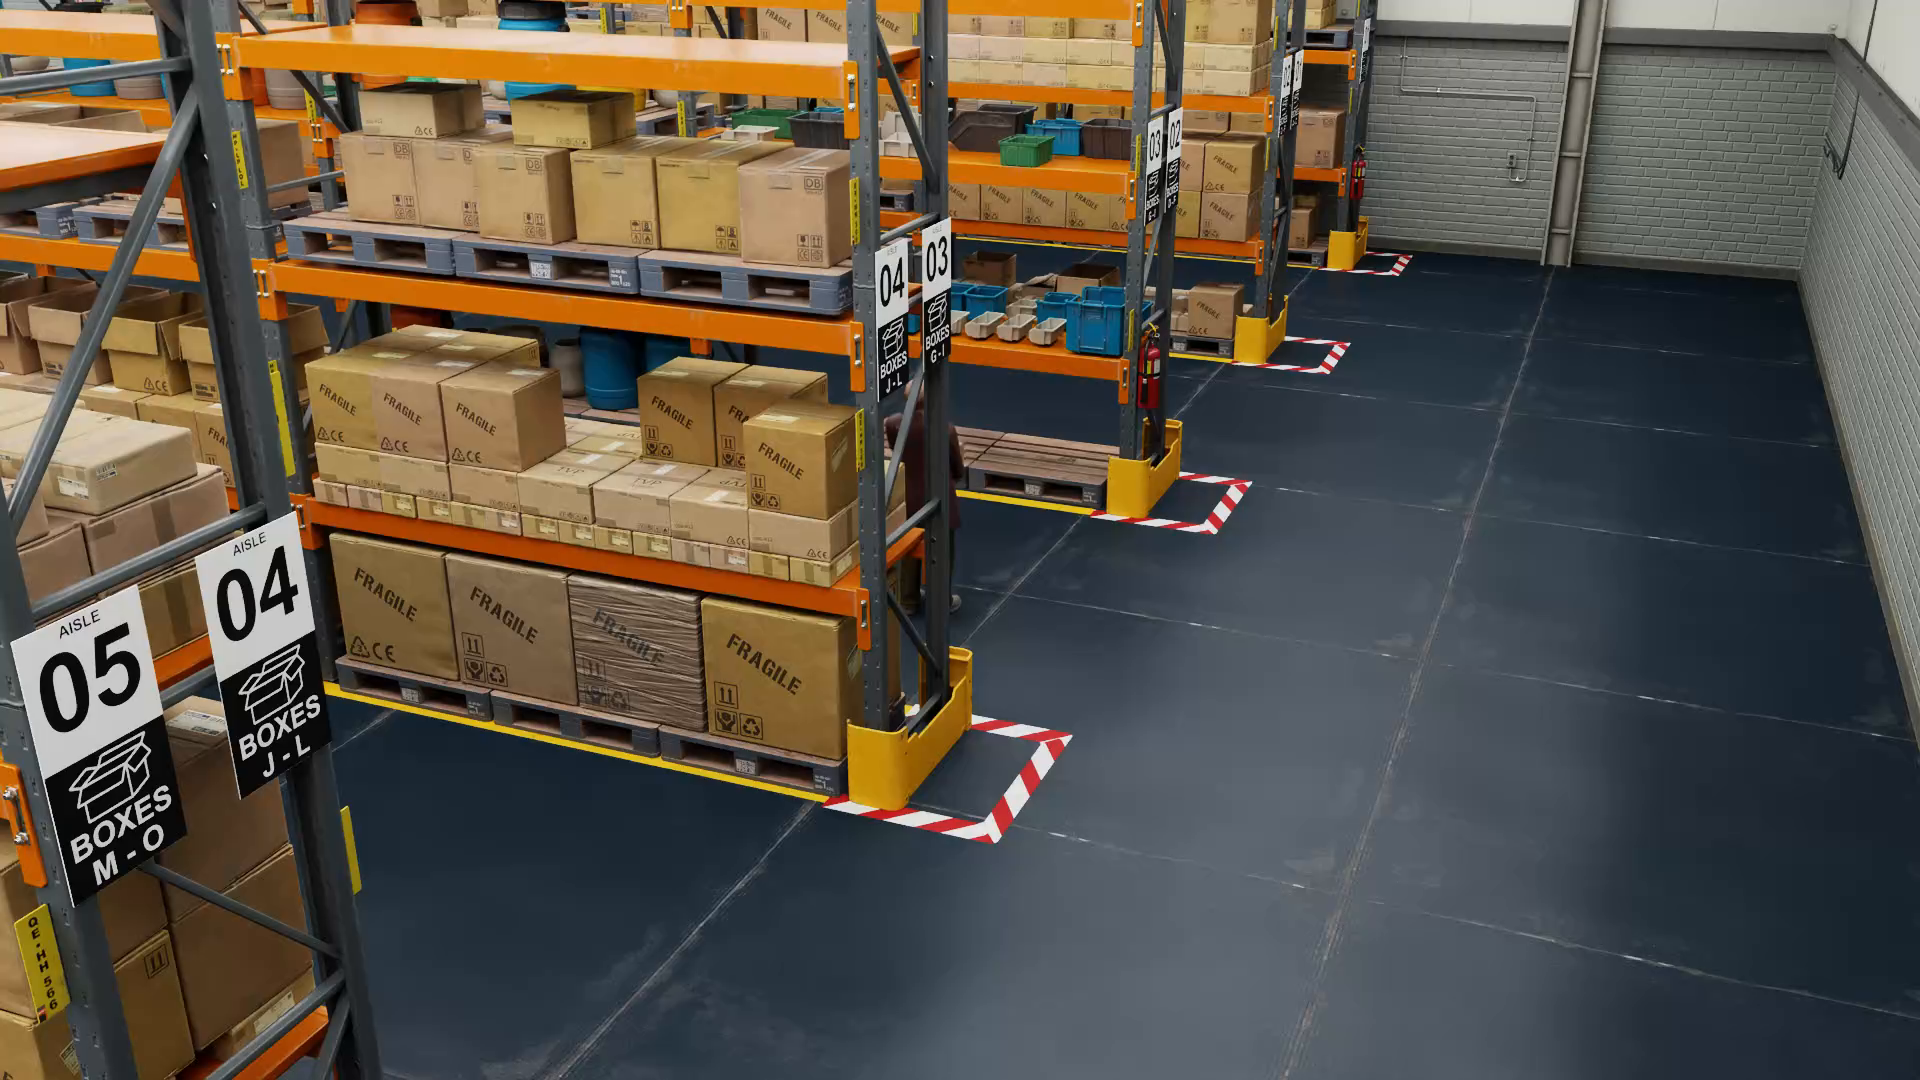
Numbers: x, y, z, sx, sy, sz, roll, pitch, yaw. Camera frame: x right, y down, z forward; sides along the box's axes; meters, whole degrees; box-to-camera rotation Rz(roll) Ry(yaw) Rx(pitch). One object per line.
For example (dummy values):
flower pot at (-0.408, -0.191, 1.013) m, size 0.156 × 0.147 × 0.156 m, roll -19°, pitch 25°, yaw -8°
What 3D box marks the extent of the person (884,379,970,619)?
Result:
person at (-0.240, -0.316, 11.740) m, size 0.587 × 1.779 × 0.424 m, roll 8°, pitch 23°, yaw 19°
